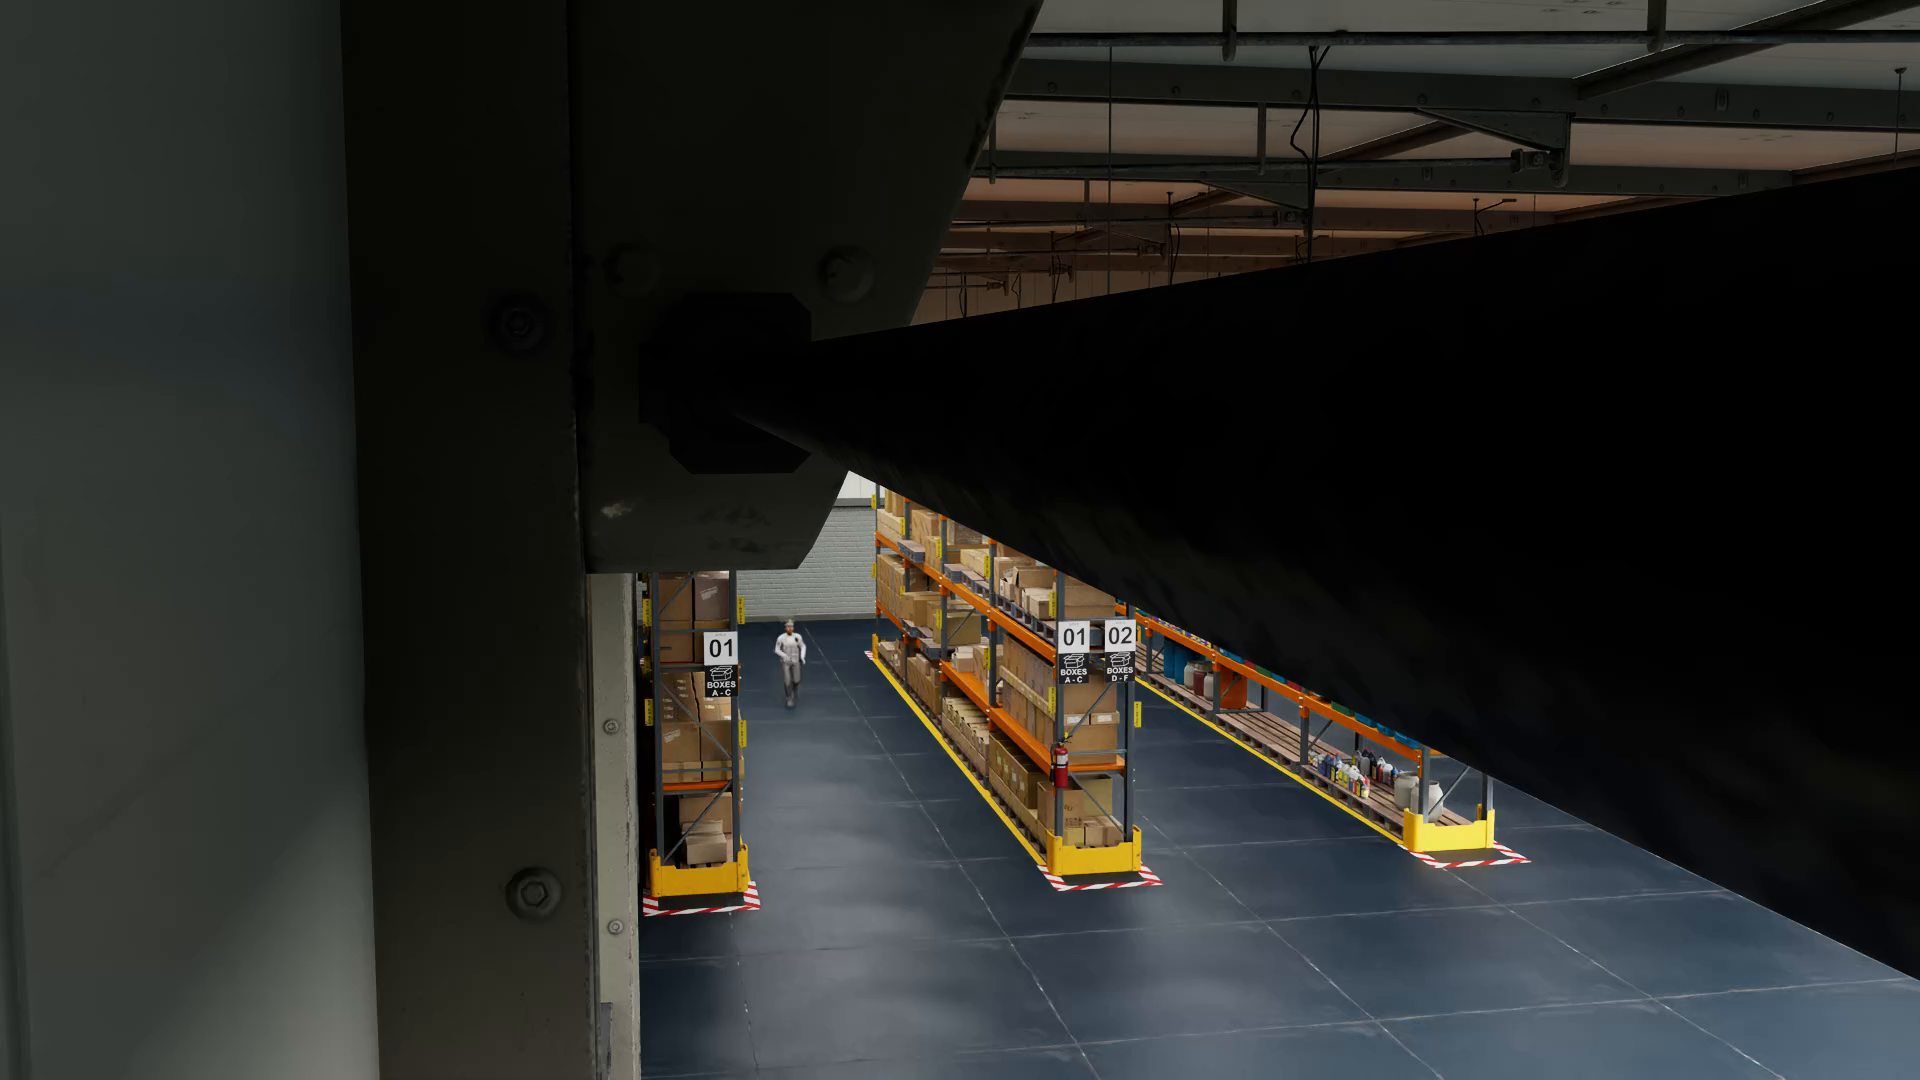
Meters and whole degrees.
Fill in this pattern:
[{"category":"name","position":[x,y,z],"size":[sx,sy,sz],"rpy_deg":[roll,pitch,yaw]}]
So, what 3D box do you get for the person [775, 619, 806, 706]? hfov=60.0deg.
[{"category":"person","position":[-3.170,2.307,31.222],"size":[0.604,1.659,0.538],"rpy_deg":[-1,6,-12]}]
